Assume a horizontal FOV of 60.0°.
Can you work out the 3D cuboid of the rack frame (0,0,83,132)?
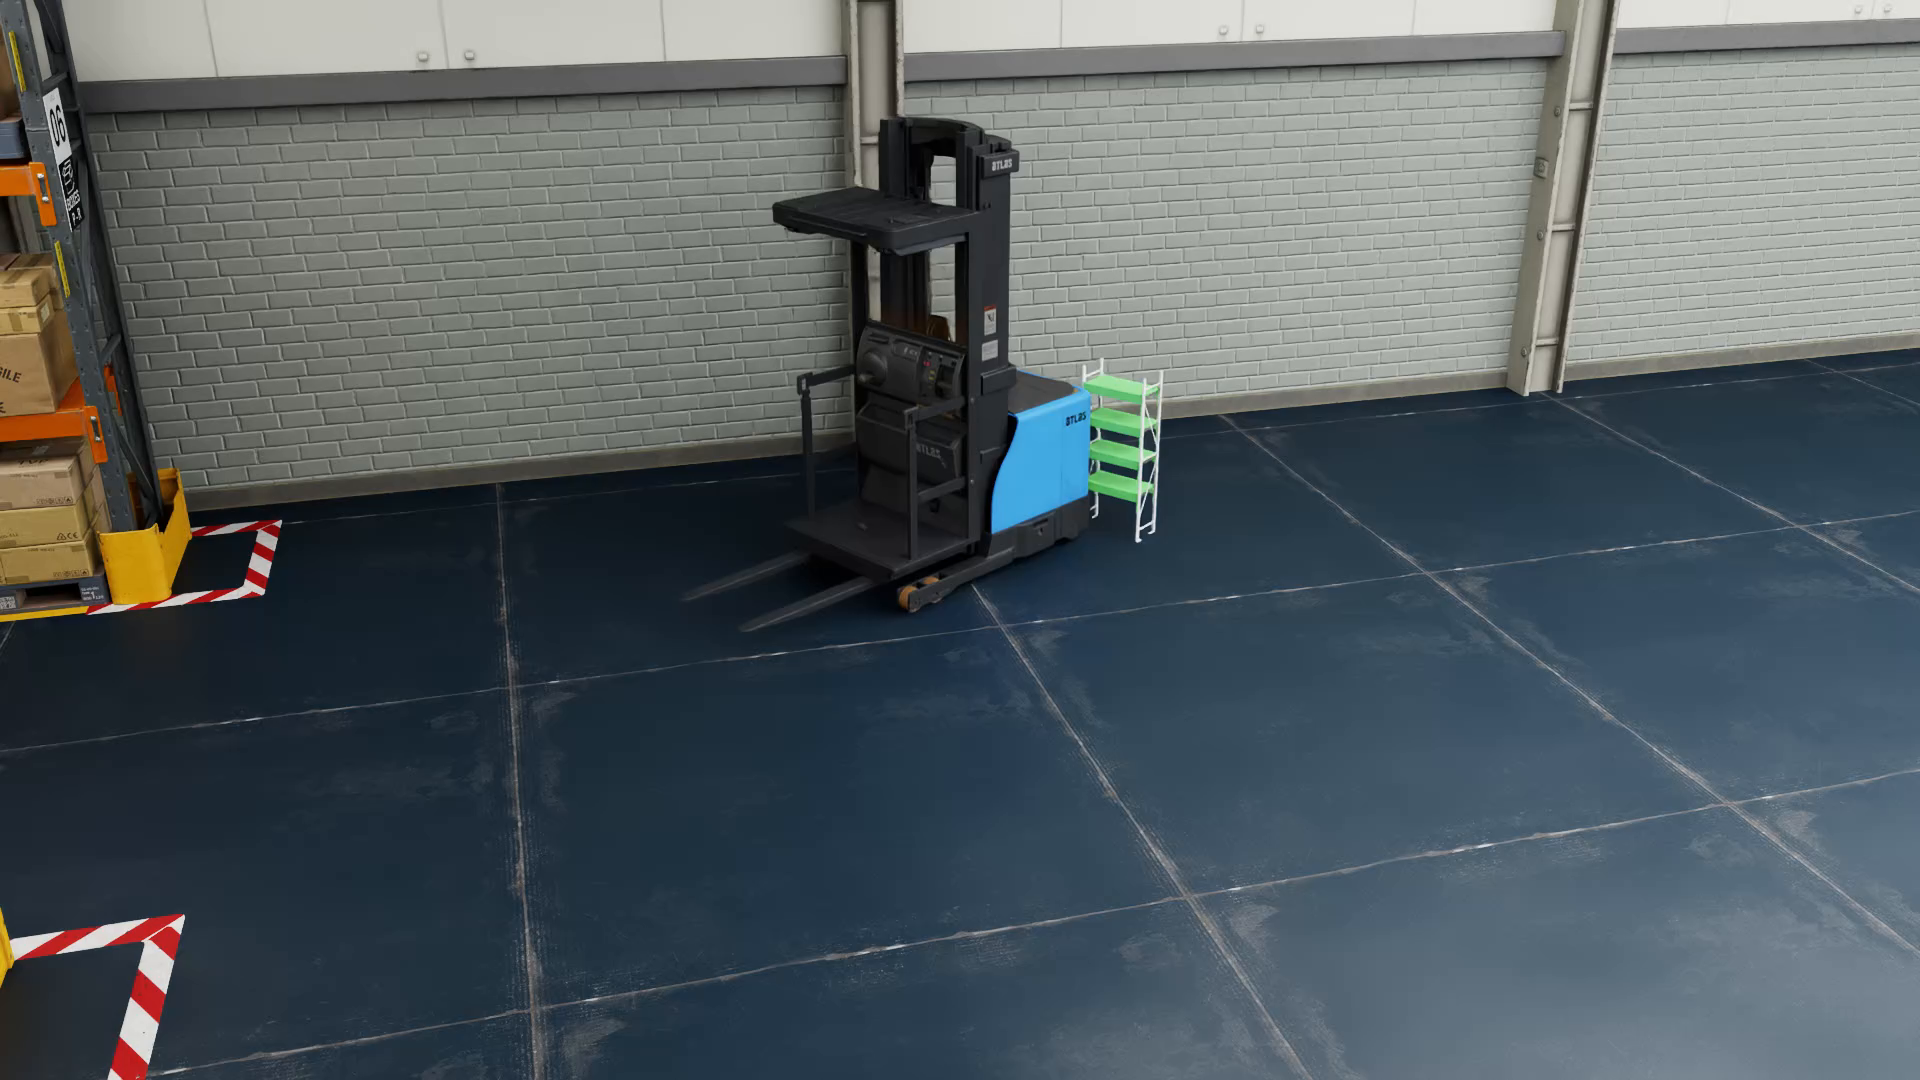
[{"bbox_3d":[-5.503,-3.943,9.528,0.127,3.000,1.000,-6,24,-14],"label":"rack frame"}]

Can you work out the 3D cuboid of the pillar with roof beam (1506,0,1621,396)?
[{"bbox_3d":[6.300,-3.855,9.322,0.400,9.000,9.100,-6,24,-14],"label":"pillar with roof beam"}]

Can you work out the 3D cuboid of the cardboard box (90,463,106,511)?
[{"bbox_3d":[-6.012,-0.374,11.139,0.500,0.250,0.500,-6,24,-13],"label":"cardboard box"}]

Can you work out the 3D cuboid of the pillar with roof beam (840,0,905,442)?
[{"bbox_3d":[0.523,-3.216,7.833,0.400,9.000,9.100,-6,24,-14],"label":"pillar with roof beam"}]

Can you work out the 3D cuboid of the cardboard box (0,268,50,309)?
[{"bbox_3d":[-5.791,-1.549,10.229,0.250,0.149,0.380,-6,24,-14],"label":"cardboard box"}]

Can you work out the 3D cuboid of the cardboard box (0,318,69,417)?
[{"bbox_3d":[-5.906,-1.080,10.336,0.500,0.500,0.500,-7,24,-16],"label":"cardboard box"}]

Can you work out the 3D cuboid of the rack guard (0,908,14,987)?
[{"bbox_3d":[-4.232,1.855,6.794,0.348,0.500,1.175,-6,24,-14],"label":"rack guard"}]

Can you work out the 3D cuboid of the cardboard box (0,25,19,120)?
[{"bbox_3d":[-5.864,-2.710,9.671,0.500,0.500,0.500,-6,24,-13],"label":"cardboard box"}]

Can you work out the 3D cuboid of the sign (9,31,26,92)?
[{"bbox_3d":[-5.370,-2.728,9.477,0.005,0.325,0.100,-6,24,-14],"label":"sign"}]

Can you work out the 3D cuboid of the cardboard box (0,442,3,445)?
[{"bbox_3d":[-6.497,-0.541,10.894,0.500,0.250,0.500,-6,24,-14],"label":"cardboard box"}]

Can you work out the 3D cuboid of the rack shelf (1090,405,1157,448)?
[{"bbox_3d":[1.121,-0.795,11.635,0.480,0.148,0.258,17,28,34],"label":"rack shelf"}]

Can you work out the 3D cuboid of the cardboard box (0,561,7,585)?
[{"bbox_3d":[-6.352,0.104,10.659,0.500,0.250,0.500,-6,24,-14],"label":"cardboard box"}]

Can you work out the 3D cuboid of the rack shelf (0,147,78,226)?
[{"bbox_3d":[-7.429,-2.021,9.765,4.000,0.370,1.077,-6,24,-14],"label":"rack shelf"}]

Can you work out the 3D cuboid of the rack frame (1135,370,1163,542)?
[{"bbox_3d":[1.315,-0.575,11.568,0.015,1.200,0.240,17,28,34],"label":"rack frame"}]

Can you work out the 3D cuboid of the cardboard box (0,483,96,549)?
[{"bbox_3d":[-5.888,-0.175,10.674,0.500,0.250,0.500,-7,24,-15],"label":"cardboard box"}]

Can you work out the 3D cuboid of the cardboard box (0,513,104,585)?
[{"bbox_3d":[-5.870,0.054,10.774,0.500,0.250,0.500,-6,24,-14],"label":"cardboard box"}]

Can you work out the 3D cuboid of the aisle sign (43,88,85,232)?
[{"bbox_3d":[-5.361,-2.276,9.955,0.004,0.787,0.394,-6,24,-14],"label":"aisle sign"}]

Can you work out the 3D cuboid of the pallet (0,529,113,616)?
[{"bbox_3d":[-6.228,0.192,11.034,1.213,0.211,1.003,-6,24,-14],"label":"pallet"}]

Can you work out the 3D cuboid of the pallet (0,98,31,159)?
[{"bbox_3d":[-6.191,-2.459,9.984,1.213,0.211,1.003,-6,24,-14],"label":"pallet"}]

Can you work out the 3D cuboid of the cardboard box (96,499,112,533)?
[{"bbox_3d":[-6.029,-0.138,11.221,0.500,0.250,0.500,-6,24,-14],"label":"cardboard box"}]

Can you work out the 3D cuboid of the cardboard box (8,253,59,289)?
[{"bbox_3d":[-5.884,-1.712,10.610,0.250,0.149,0.380,-7,24,-15],"label":"cardboard box"}]

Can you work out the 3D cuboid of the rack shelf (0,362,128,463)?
[{"bbox_3d":[-7.429,-0.643,10.356,4.000,0.370,1.077,-6,24,-14],"label":"rack shelf"}]

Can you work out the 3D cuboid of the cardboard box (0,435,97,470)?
[{"bbox_3d":[-6.017,-0.596,11.021,0.500,0.250,0.500,-7,24,-15],"label":"cardboard box"}]

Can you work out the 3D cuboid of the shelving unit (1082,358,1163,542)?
[{"bbox_3d":[1.121,-0.633,11.705,0.503,1.200,0.258,17,28,34],"label":"shelving unit"}]

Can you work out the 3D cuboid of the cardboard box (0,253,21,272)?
[{"bbox_3d":[-6.157,-1.708,10.599,0.250,0.149,0.380,-5,24,-13],"label":"cardboard box"}]

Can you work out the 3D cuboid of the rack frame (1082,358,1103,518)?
[{"bbox_3d":[0.928,-0.692,11.842,0.015,1.200,0.240,17,28,34],"label":"rack frame"}]

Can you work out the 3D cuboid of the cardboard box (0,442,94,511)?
[{"bbox_3d":[-5.862,-0.408,10.583,0.500,0.250,0.500,-5,24,-13],"label":"cardboard box"}]

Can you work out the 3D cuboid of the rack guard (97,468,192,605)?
[{"bbox_3d":[-5.480,-0.040,11.210,0.348,0.500,1.175,-6,24,-14],"label":"rack guard"}]

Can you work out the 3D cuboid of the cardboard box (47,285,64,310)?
[{"bbox_3d":[-5.900,-1.593,10.708,0.250,0.149,0.380,-7,24,-16],"label":"cardboard box"}]

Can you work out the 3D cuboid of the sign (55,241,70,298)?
[{"bbox_3d":[-5.370,-1.620,9.952,0.005,0.325,0.100,-6,24,-14],"label":"sign"}]

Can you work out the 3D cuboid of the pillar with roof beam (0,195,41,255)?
[{"bbox_3d":[-5.254,-2.577,6.343,0.400,9.000,9.100,-6,24,-14],"label":"pillar with roof beam"}]

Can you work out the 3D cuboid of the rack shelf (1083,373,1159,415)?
[{"bbox_3d":[1.121,-1.016,11.540,0.480,0.148,0.258,17,28,34],"label":"rack shelf"}]

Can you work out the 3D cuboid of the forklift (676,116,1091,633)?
[{"bbox_3d":[-0.470,-1.113,10.627,1.130,2.935,3.031,21,31,40],"label":"forklift"}]

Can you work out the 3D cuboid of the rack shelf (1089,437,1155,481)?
[{"bbox_3d":[1.121,-0.575,11.730,0.480,0.148,0.258,17,28,34],"label":"rack shelf"}]

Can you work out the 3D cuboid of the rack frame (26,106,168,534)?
[{"bbox_3d":[-5.503,-1.186,10.711,0.127,3.000,1.000,-6,24,-14],"label":"rack frame"}]

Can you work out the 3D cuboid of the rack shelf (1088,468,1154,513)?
[{"bbox_3d":[1.121,-0.354,11.824,0.480,0.148,0.258,17,28,34],"label":"rack shelf"}]

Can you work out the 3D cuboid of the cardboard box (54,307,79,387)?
[{"bbox_3d":[-6.055,-1.285,10.814,0.500,0.500,0.500,-6,24,-13],"label":"cardboard box"}]

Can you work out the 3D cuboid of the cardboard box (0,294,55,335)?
[{"bbox_3d":[-5.761,-1.387,10.229,0.250,0.149,0.380,-6,24,-14],"label":"cardboard box"}]
